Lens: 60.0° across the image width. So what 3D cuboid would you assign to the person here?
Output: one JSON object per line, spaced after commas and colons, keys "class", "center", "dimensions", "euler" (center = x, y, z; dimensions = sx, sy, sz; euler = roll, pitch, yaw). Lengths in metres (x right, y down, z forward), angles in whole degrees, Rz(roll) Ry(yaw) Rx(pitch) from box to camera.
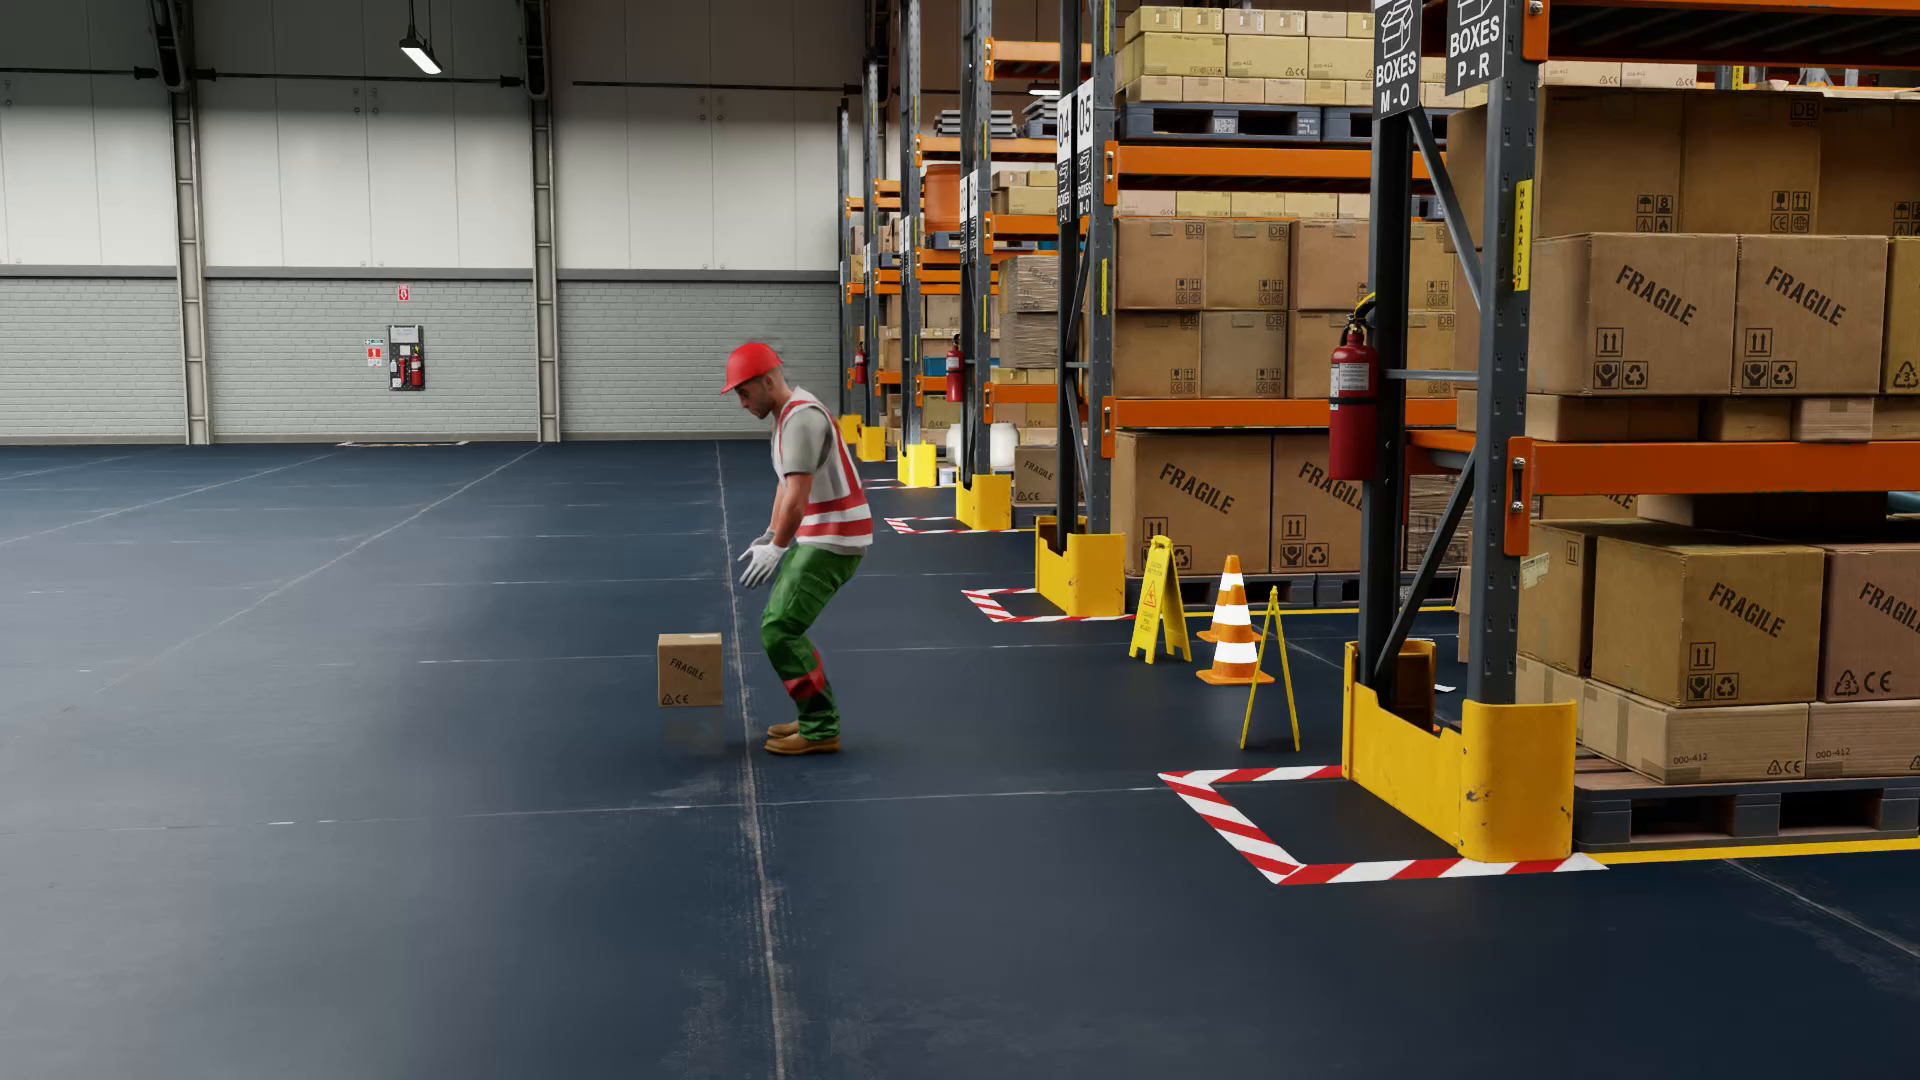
{"class": "person", "center": [-0.648, 0.031, 6.632], "dimensions": [0.602, 1.627, 0.568], "euler": [-1, 6, -8]}
